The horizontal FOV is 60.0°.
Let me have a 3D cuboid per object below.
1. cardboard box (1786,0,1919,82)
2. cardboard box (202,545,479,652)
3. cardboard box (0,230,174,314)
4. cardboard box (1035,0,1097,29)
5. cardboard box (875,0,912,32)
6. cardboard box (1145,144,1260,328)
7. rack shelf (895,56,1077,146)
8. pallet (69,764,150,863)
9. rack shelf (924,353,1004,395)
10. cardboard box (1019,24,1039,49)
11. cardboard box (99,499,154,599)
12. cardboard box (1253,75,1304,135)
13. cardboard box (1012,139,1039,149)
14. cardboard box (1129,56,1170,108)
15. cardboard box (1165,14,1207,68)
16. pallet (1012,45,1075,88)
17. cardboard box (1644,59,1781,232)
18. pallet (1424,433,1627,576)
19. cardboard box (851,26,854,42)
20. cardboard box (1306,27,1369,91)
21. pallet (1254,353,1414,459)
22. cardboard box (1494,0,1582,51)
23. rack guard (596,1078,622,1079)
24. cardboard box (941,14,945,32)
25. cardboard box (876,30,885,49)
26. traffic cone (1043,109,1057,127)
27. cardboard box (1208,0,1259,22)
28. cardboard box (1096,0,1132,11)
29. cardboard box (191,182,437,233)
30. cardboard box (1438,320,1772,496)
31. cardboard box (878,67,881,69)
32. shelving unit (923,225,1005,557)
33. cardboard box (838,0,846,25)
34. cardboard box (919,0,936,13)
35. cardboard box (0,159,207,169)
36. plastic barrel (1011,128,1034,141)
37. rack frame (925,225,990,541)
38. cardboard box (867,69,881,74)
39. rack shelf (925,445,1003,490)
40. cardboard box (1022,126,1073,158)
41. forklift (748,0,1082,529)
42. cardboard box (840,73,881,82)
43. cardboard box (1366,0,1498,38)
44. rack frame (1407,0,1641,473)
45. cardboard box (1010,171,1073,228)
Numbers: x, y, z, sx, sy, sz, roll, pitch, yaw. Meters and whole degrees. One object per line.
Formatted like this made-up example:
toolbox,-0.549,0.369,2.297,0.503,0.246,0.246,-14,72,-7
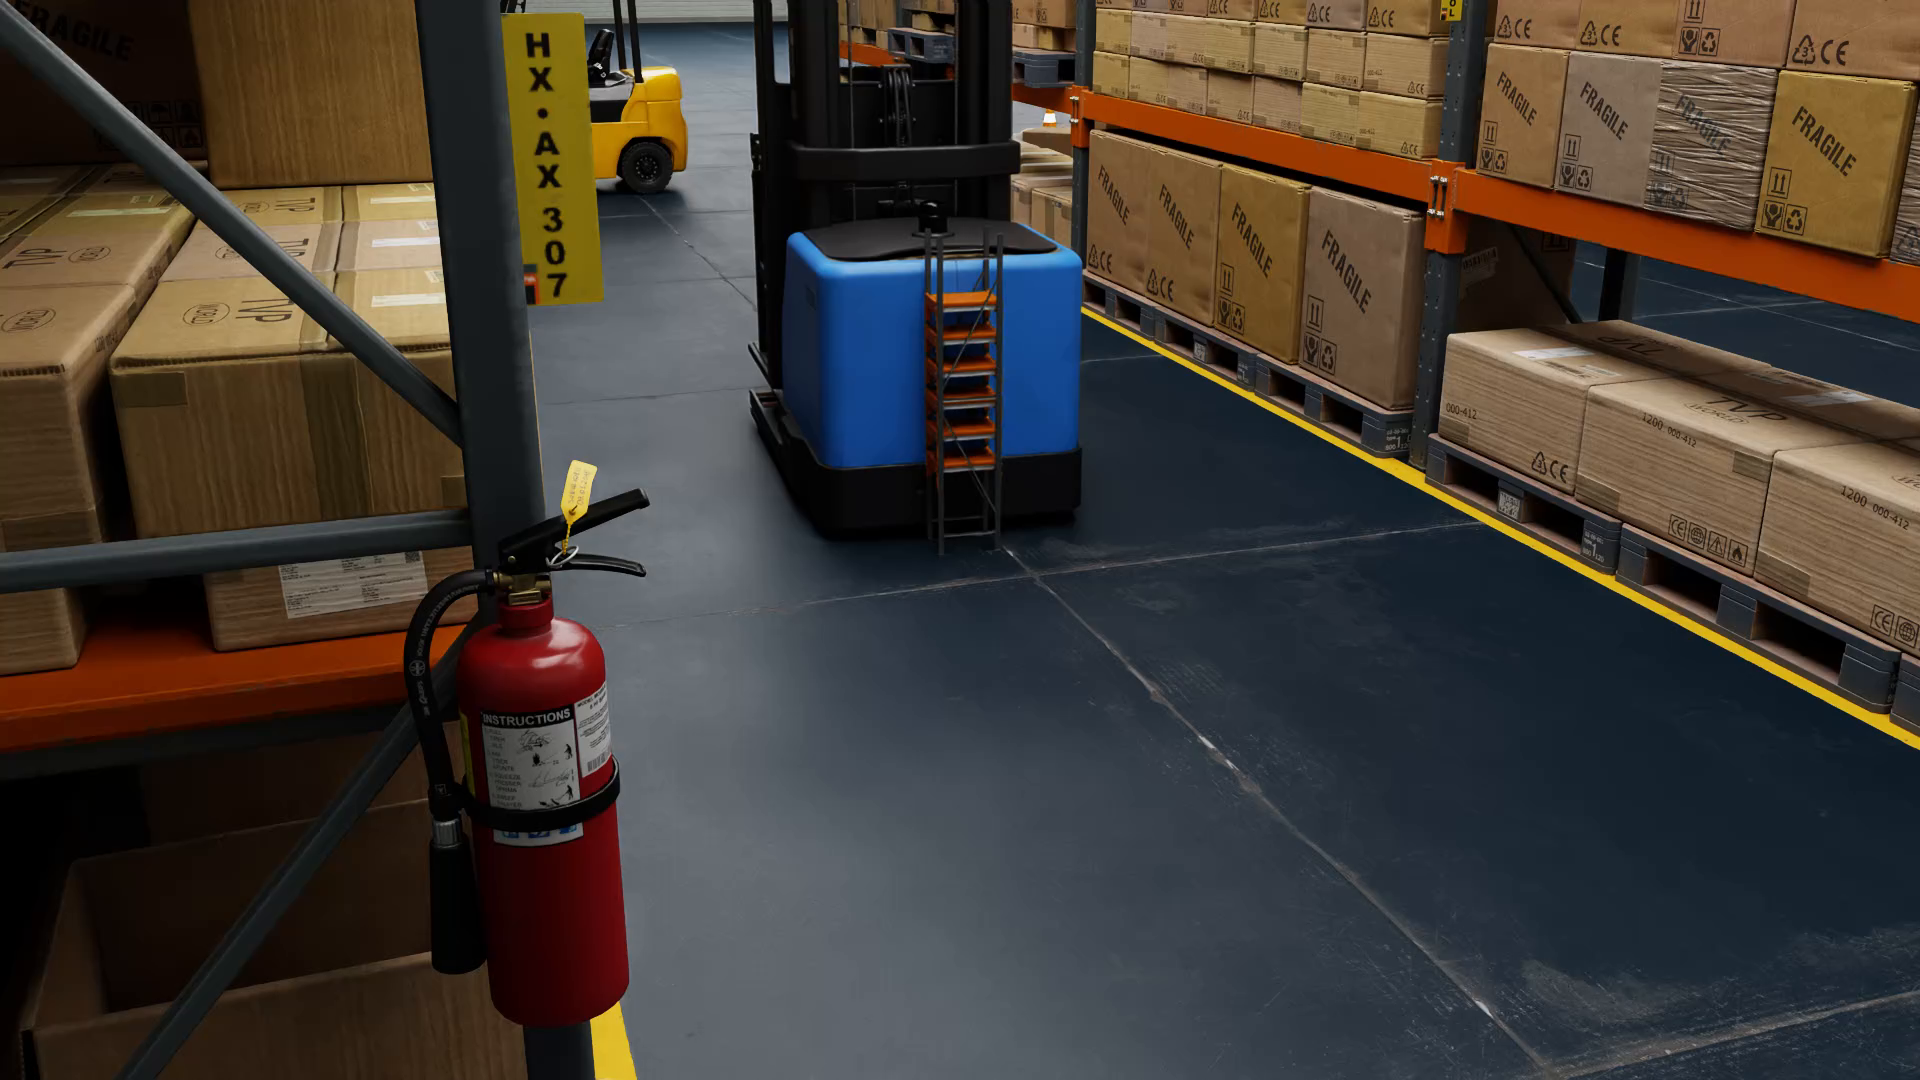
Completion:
cardboard box,2.849,-1.626,4.878,0.500,0.500,0.500,-7,21,-18
cardboard box,-0.826,0.019,2.299,0.380,0.149,0.250,-7,21,-18
cardboard box,-1.541,-0.319,2.650,0.500,0.250,0.500,-6,21,-17
cardboard box,0.806,-3.562,10.686,0.500,0.500,0.500,-7,21,-19
cardboard box,-0.420,-4.648,14.331,0.500,0.500,0.500,-7,21,-19
cardboard box,1.628,-1.741,9.349,0.875,0.875,0.875,-6,21,-17
rack shelf,0.585,-3.364,12.409,1.077,0.370,4.000,-6,21,-17
pallet,-1.638,0.677,4.221,1.003,0.211,1.213,-6,21,-17
rack shelf,0.013,-0.612,6.122,0.258,0.103,0.180,-5,20,-13
cardboard box,0.612,-3.375,11.125,0.380,0.149,0.250,-7,21,-18
cardboard box,-1.364,-0.013,2.386,0.380,0.149,0.250,-6,21,-16
cardboard box,1.791,-2.151,8.190,0.500,0.250,0.500,-7,21,-19
cardboard box,0.123,-3.137,13.980,0.950,0.372,0.625,-6,21,-17
cardboard box,1.306,-2.643,9.561,0.500,0.250,0.500,-7,21,-19
cardboard box,1.444,-2.709,9.005,0.500,0.250,0.500,-6,21,-17
pallet,0.888,-3.188,11.138,1.213,0.211,1.003,-6,21,-17
cardboard box,2.674,-1.324,5.516,0.500,0.500,0.500,-6,21,-17
pallet,2.635,-0.212,6.696,1.003,0.211,1.213,-6,21,-17
cardboard box,-0.809,-4.708,15.458,0.380,0.149,0.250,-7,21,-18
cardboard box,1.937,-2.217,7.634,0.500,0.250,0.500,-6,21,-16
pallet,2.156,-0.704,8.065,1.003,0.211,1.213,-6,21,-17
cardboard box,2.390,-2.116,6.244,0.500,0.500,0.500,-6,21,-17
rack guard,-1.007,1.187,2.372,1.175,0.500,0.348,-6,21,-17
cardboard box,0.062,-4.049,13.002,0.380,0.149,0.250,-5,20,-14
cardboard box,-0.519,-4.376,14.535,0.380,0.149,0.250,-6,21,-16
traffic cone,1.005,-4.660,18.706,0.336,0.463,0.334,-6,21,-17
cardboard box,1.605,-2.906,8.443,0.500,0.500,0.500,-6,21,-16
cardboard box,1.136,-3.394,9.802,0.500,0.500,0.500,-7,21,-19
cardboard box,-1.191,-0.533,3.244,0.500,0.250,0.500,-7,21,-18
cardboard box,2.566,-0.556,6.696,0.875,0.438,0.875,-7,21,-18
cardboard box,-0.623,-4.850,16.859,0.380,0.149,0.250,-6,21,-16
shelving unit,0.013,-0.541,6.148,0.258,1.200,0.189,-5,20,-13
cardboard box,-0.921,-5.142,15.707,0.500,0.500,0.500,-7,21,-18
cardboard box,-0.011,-4.387,12.985,0.500,0.500,0.500,-6,21,-17
cardboard box,-2.017,-0.804,4.000,0.500,0.250,0.500,-6,21,-16
plastic barrel,0.785,-3.914,16.686,0.512,0.421,0.421,8,21,20
rack frame,-0.009,-0.571,6.231,0.240,1.200,0.006,-5,20,-13
cardboard box,-0.635,-4.488,16.811,0.500,0.500,0.500,-6,21,-15
rack shelf,0.013,-0.273,6.244,0.258,0.103,0.180,-5,20,-13
cardboard box,0.911,-3.658,15.856,0.500,0.500,0.500,8,21,20
forklift,-0.378,-1.885,7.327,1.130,2.935,3.031,-5,20,-13
cardboard box,-0.984,-4.260,16.175,0.500,0.500,0.500,-6,21,-16
cardboard box,2.092,-2.411,7.066,0.500,0.500,0.500,-6,21,-15
rack frame,2.471,-1.777,6.927,1.000,3.000,0.127,-6,21,-17
cardboard box,0.806,-2.440,12.038,0.950,0.372,0.625,-7,21,-18
